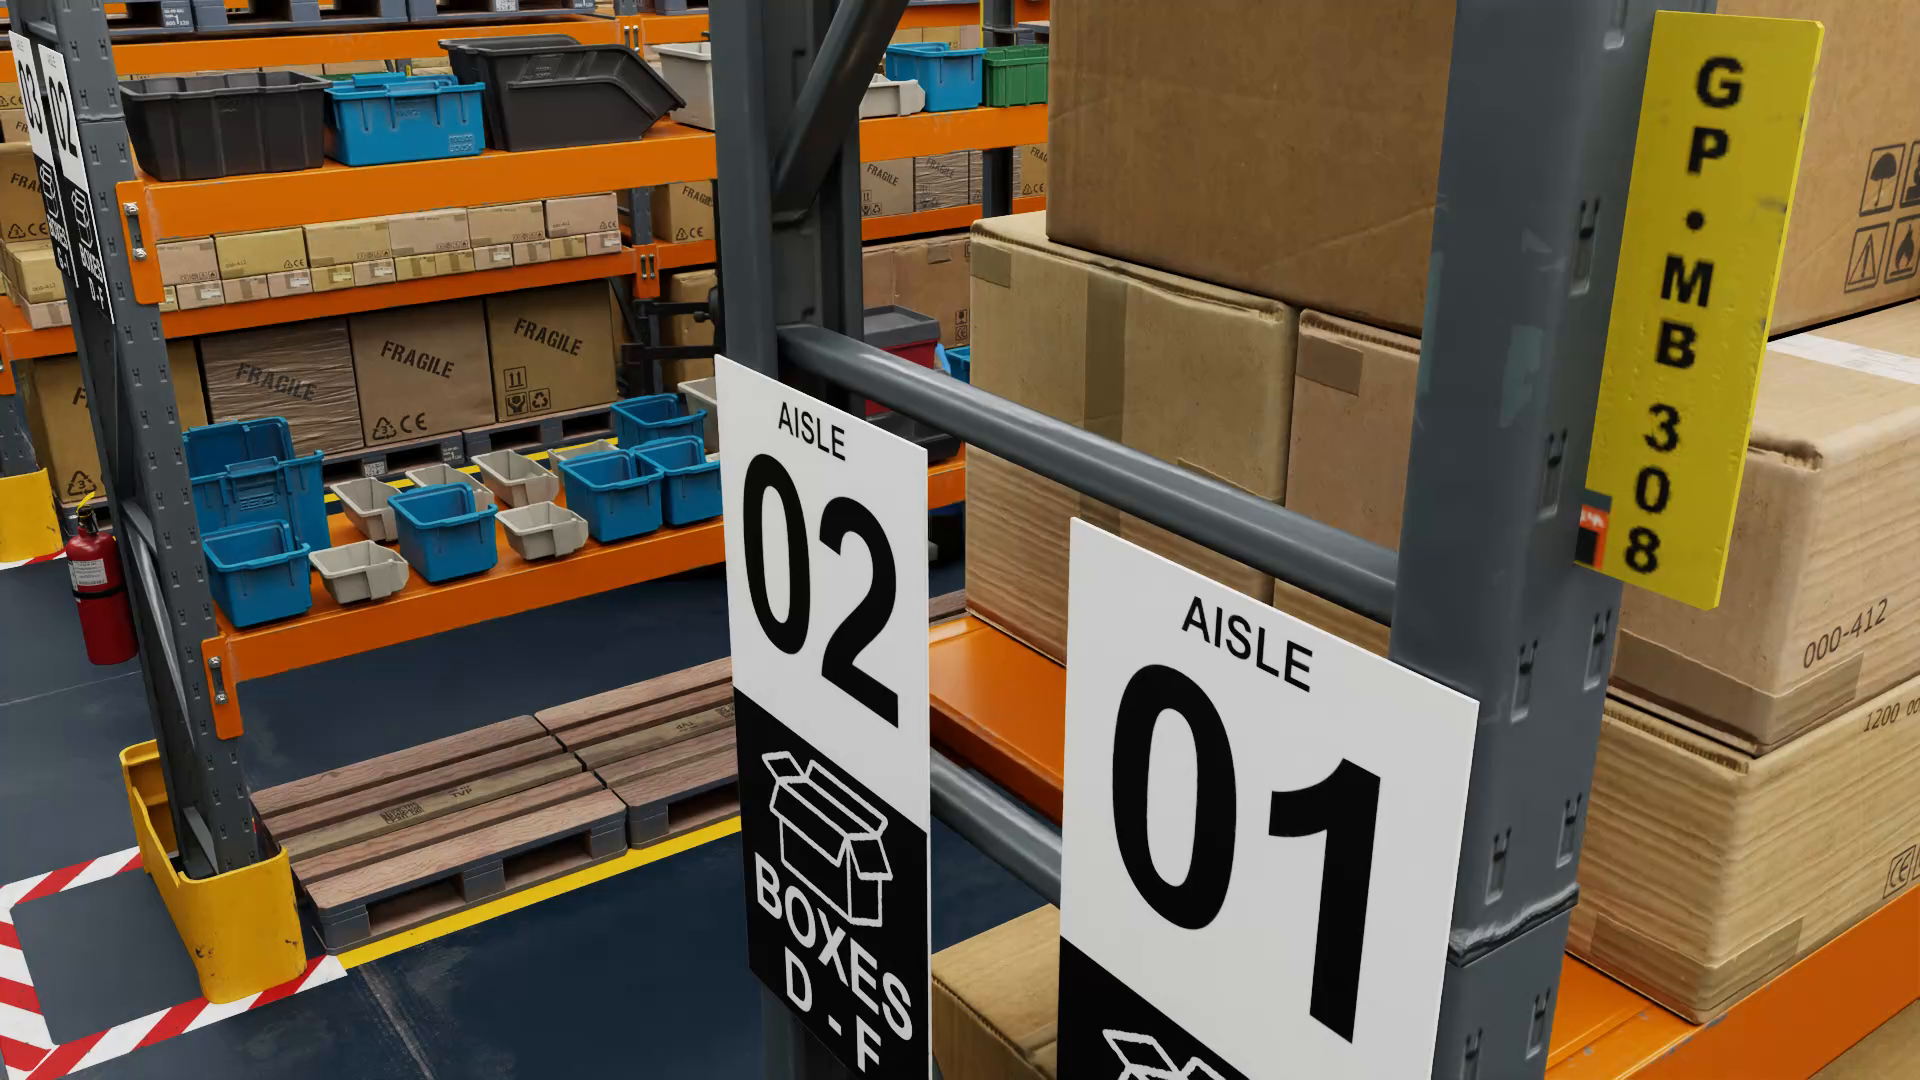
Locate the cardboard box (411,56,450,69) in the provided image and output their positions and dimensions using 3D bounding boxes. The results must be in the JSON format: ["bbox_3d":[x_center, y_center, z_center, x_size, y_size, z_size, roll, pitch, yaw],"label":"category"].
[{"bbox_3d":[-6.471,-5.823,19.968,0.500,0.250,0.500,-16,27,-34],"label":"cardboard box"}]

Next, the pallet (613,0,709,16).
[{"bbox_3d":[-1.732,-3.853,11.716,1.217,0.209,0.805,-16,27,-35],"label":"pallet"}]

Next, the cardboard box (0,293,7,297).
[{"bbox_3d":[-7.933,-2.029,13.813,0.250,0.149,0.380,-14,26,-31],"label":"cardboard box"}]

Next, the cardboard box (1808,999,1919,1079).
[{"bbox_3d":[1.023,0.868,2.189,0.500,0.500,0.500,-15,26,-32],"label":"cardboard box"}]

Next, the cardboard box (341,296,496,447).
[{"bbox_3d":[-3.760,-1.230,11.232,0.875,0.875,0.875,-15,26,-33],"label":"cardboard box"}]

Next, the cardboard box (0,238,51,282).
[{"bbox_3d":[-5.456,-1.723,9.968,0.500,0.250,0.500,-15,26,-34],"label":"cardboard box"}]

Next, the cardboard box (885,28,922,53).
[{"bbox_3d":[-0.819,-5.542,18.254,0.500,0.500,0.700,-15,26,-34],"label":"cardboard box"}]

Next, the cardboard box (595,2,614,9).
[{"bbox_3d":[-4.487,-6.590,21.261,0.500,0.500,0.500,-16,27,-34],"label":"cardboard box"}]

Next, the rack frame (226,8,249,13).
[{"bbox_3d":[-8.235,-5.317,19.174,0.127,3.000,1.000,-15,26,-33],"label":"rack frame"}]

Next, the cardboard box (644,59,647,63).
[{"bbox_3d":[-3.355,-4.801,16.851,0.250,0.149,0.380,-14,25,-30],"label":"cardboard box"}]

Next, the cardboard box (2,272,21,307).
[{"bbox_3d":[-5.597,-1.529,10.020,0.250,0.149,0.380,-14,26,-32],"label":"cardboard box"}]

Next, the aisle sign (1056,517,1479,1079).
[{"bbox_3d":[0.205,0.407,1.322,0.004,0.787,0.394,-15,26,-33],"label":"aisle sign"}]

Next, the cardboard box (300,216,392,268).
[{"bbox_3d":[-3.898,-1.898,10.406,0.500,0.250,0.500,-16,27,-34],"label":"cardboard box"}]

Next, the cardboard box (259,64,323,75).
[{"bbox_3d":[-5.902,-4.202,14.494,0.500,0.500,0.500,-16,27,-34],"label":"cardboard box"}]

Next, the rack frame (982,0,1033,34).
[{"bbox_3d":[0.446,-3.632,6.856,0.127,3.000,1.000,-15,26,-33],"label":"rack frame"}]

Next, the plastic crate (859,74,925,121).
[{"bbox_3d":[-0.364,-1.726,6.484,0.466,0.136,0.293,-15,26,-33],"label":"plastic crate"}]

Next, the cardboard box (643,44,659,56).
[{"bbox_3d":[-4.117,-6.372,21.590,0.250,0.149,0.380,-17,27,-36],"label":"cardboard box"}]

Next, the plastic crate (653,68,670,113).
[{"bbox_3d":[-1.269,-1.772,6.599,0.530,0.136,0.437,-15,26,-33],"label":"plastic crate"}]

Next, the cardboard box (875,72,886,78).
[{"bbox_3d":[-0.874,-3.273,12.563,0.637,0.503,0.797,-14,26,-31],"label":"cardboard box"}]

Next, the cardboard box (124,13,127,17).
[{"bbox_3d":[-8.873,-5.535,18.237,0.500,0.500,0.500,-15,26,-34],"label":"cardboard box"}]

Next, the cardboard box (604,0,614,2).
[{"bbox_3d":[-4.368,-6.860,21.937,0.500,0.500,0.500,-15,26,-34],"label":"cardboard box"}]

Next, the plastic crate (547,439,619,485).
[{"bbox_3d":[-1.560,-0.312,6.905,0.250,0.136,0.298,-15,26,-33],"label":"plastic crate"}]

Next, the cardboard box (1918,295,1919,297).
[{"bbox_3d":[0.951,-0.592,1.800,0.500,0.500,0.700,-15,26,-33],"label":"cardboard box"}]

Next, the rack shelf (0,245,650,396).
[{"bbox_3d":[-4.070,-1.569,10.751,4.000,0.370,1.077,-15,26,-33],"label":"rack shelf"}]

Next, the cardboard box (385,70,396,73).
[{"bbox_3d":[-6.879,-5.482,19.789,0.500,0.250,0.500,-15,26,-33],"label":"cardboard box"}]

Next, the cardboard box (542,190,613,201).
[{"bbox_3d":[-2.664,-2.572,11.085,0.500,0.500,0.500,-14,26,-31],"label":"cardboard box"}]

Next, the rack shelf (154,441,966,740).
[{"bbox_3d":[-1.178,-0.079,7.016,4.000,0.370,1.077,-15,26,-33],"label":"rack shelf"}]

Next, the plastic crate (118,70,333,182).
[{"bbox_3d":[-2.326,-1.312,5.265,0.590,0.269,0.497,-15,26,-33],"label":"plastic crate"}]

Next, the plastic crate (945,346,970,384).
[{"bbox_3d":[0.266,-0.662,7.449,0.575,0.384,0.392,-15,26,-33],"label":"plastic crate"}]

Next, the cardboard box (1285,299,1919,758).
[{"bbox_3d":[0.658,-0.077,1.523,0.500,0.250,0.500,-15,26,-33],"label":"cardboard box"}]

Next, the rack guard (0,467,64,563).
[{"bbox_3d":[-5.713,-0.304,9.983,0.348,0.500,1.175,-15,26,-33],"label":"rack guard"}]

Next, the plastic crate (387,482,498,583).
[{"bbox_3d":[-1.874,-0.027,6.061,0.300,0.233,0.416,-15,26,-33],"label":"plastic crate"}]

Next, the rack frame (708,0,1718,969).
[{"bbox_3d":[0.089,-1.275,0.950,0.127,3.000,1.000,-15,26,-33],"label":"rack frame"}]

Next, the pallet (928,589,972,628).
[{"bbox_3d":[-0.129,0.620,8.057,1.213,0.211,1.003,-15,26,-33],"label":"pallet"}]

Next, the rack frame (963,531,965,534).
[{"bbox_3d":[0.032,-0.398,9.679,0.006,0.900,0.240,-8,23,-20],"label":"rack frame"}]

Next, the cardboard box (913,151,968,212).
[{"bbox_3d":[-0.284,-2.847,12.849,0.500,0.500,0.500,-16,27,-35],"label":"cardboard box"}]

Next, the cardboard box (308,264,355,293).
[{"bbox_3d":[-3.965,-1.664,10.358,0.250,0.149,0.380,-16,27,-34],"label":"cardboard box"}]

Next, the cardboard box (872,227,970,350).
[{"bbox_3d":[-0.500,-2.076,13.352,0.875,0.875,1.225,-15,26,-33],"label":"cardboard box"}]

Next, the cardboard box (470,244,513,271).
[{"bbox_3d":[-3.129,-1.887,10.918,0.250,0.149,0.380,-14,26,-32],"label":"cardboard box"}]

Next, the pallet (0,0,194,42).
[{"bbox_3d":[-5.098,-2.986,9.403,1.213,0.211,1.003,-15,26,-33],"label":"pallet"}]

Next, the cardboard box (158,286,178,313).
[{"bbox_3d":[-4.798,-1.442,9.802,0.250,0.149,0.380,-16,27,-34],"label":"cardboard box"}]

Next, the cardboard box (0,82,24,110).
[{"bbox_3d":[-7.583,-3.761,13.390,0.500,0.500,0.500,-14,26,-31],"label":"cardboard box"}]

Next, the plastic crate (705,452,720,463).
[{"bbox_3d":[-0.792,-0.284,6.835,0.466,0.136,0.293,-15,26,-33],"label":"plastic crate"}]

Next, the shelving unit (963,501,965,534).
[{"bbox_3d":[0.126,-0.412,9.714,0.210,0.900,0.258,-8,23,-20],"label":"shelving unit"}]

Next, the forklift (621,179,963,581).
[{"bbox_3d":[-1.538,-1.339,9.297,3.031,2.935,1.130,-3,22,-6],"label":"forklift"}]
